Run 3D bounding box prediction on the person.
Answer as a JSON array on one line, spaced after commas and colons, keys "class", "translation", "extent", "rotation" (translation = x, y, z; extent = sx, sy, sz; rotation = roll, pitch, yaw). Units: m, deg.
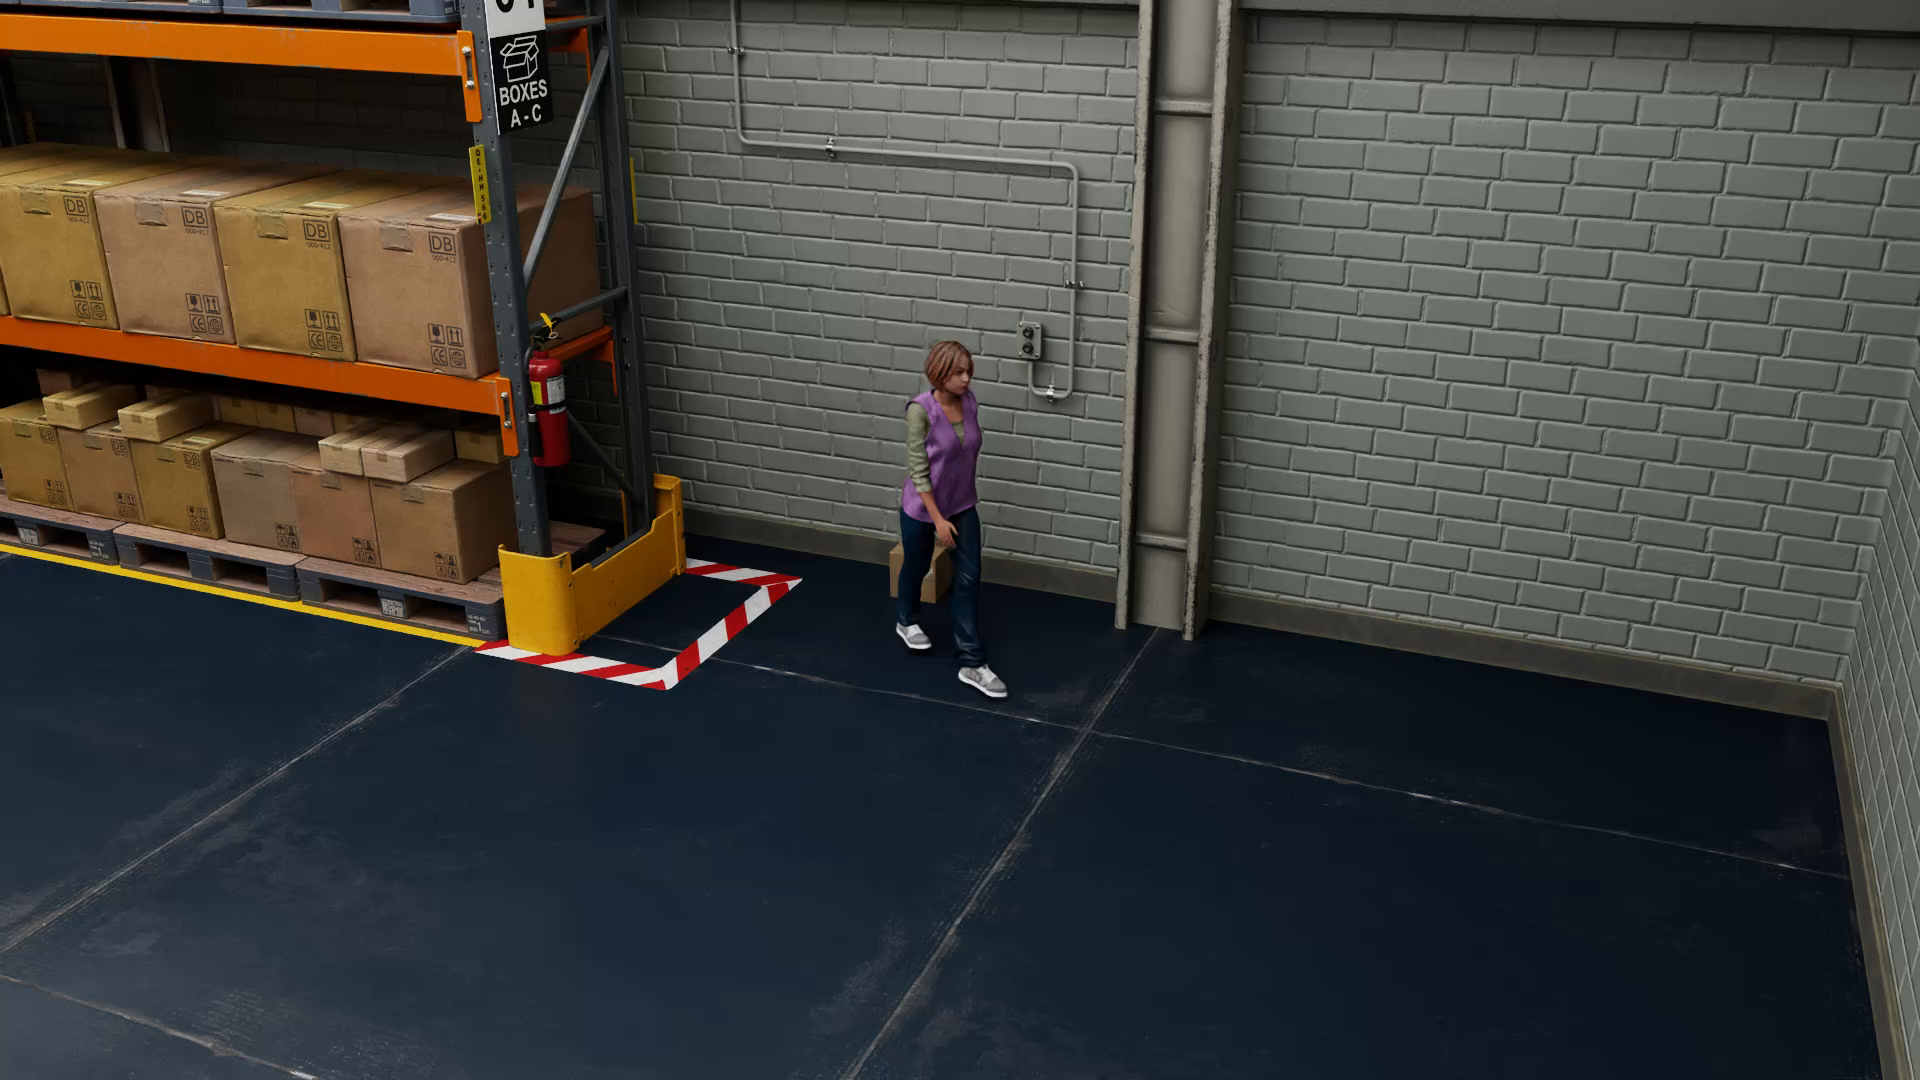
[{"class": "person", "translation": [-0.057, -0.137, 7.422], "extent": [0.414, 1.554, 0.842], "rotation": [-12, 26, -27]}]
